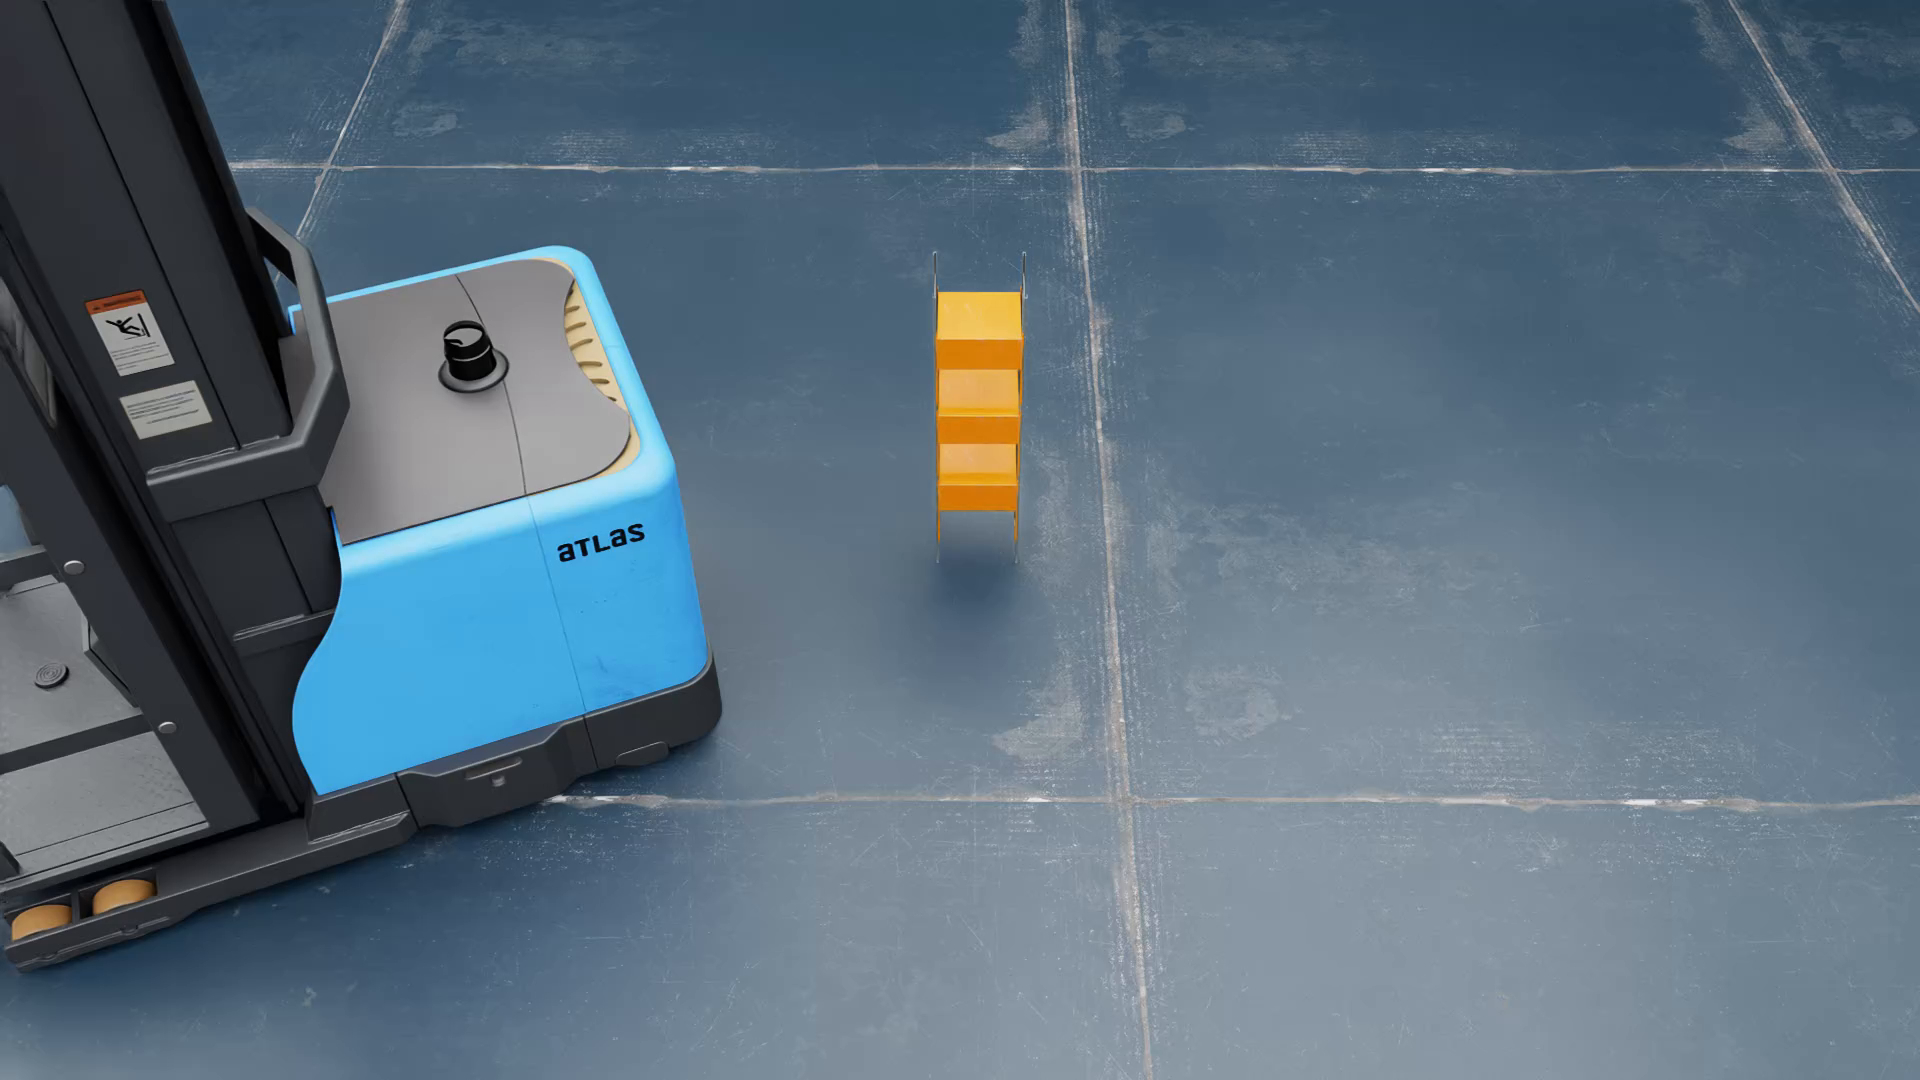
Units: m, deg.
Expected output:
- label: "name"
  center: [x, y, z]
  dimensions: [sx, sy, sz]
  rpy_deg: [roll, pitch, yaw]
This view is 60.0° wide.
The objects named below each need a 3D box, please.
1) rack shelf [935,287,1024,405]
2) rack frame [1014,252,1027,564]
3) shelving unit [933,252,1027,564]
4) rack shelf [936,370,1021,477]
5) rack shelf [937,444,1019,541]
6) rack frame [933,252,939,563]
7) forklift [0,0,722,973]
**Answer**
- label: "rack shelf"
  center: [0.054, -0.544, 4.666]
  dimensions: [0.240, 0.259, 0.215]
  rpy_deg: [0, 47, 0]
- label: "rack frame"
  center: [0.176, -0.357, 4.865]
  dimensions: [0.008, 1.050, 0.200]
  rpy_deg: [0, 47, 0]
- label: "shelving unit"
  center: [0.054, -0.358, 4.866]
  dimensions: [0.252, 1.050, 0.215]
  rpy_deg: [0, 47, 0]
- label: "rack shelf"
  center: [0.054, -0.350, 4.873]
  dimensions: [0.240, 0.259, 0.215]
  rpy_deg: [0, 47, 0]
- label: "rack shelf"
  center: [0.054, -0.161, 5.077]
  dimensions: [0.240, 0.259, 0.215]
  rpy_deg: [0, 47, 0]
- label: "rack frame"
  center: [-0.068, -0.358, 4.866]
  dimensions: [0.008, 1.050, 0.200]
  rpy_deg: [0, 47, 0]
- label: "forklift"
  center: [-2.241, -0.358, 3.581]
  dimensions: [3.031, 2.935, 1.130]
  rpy_deg: [-17, 49, -15]
